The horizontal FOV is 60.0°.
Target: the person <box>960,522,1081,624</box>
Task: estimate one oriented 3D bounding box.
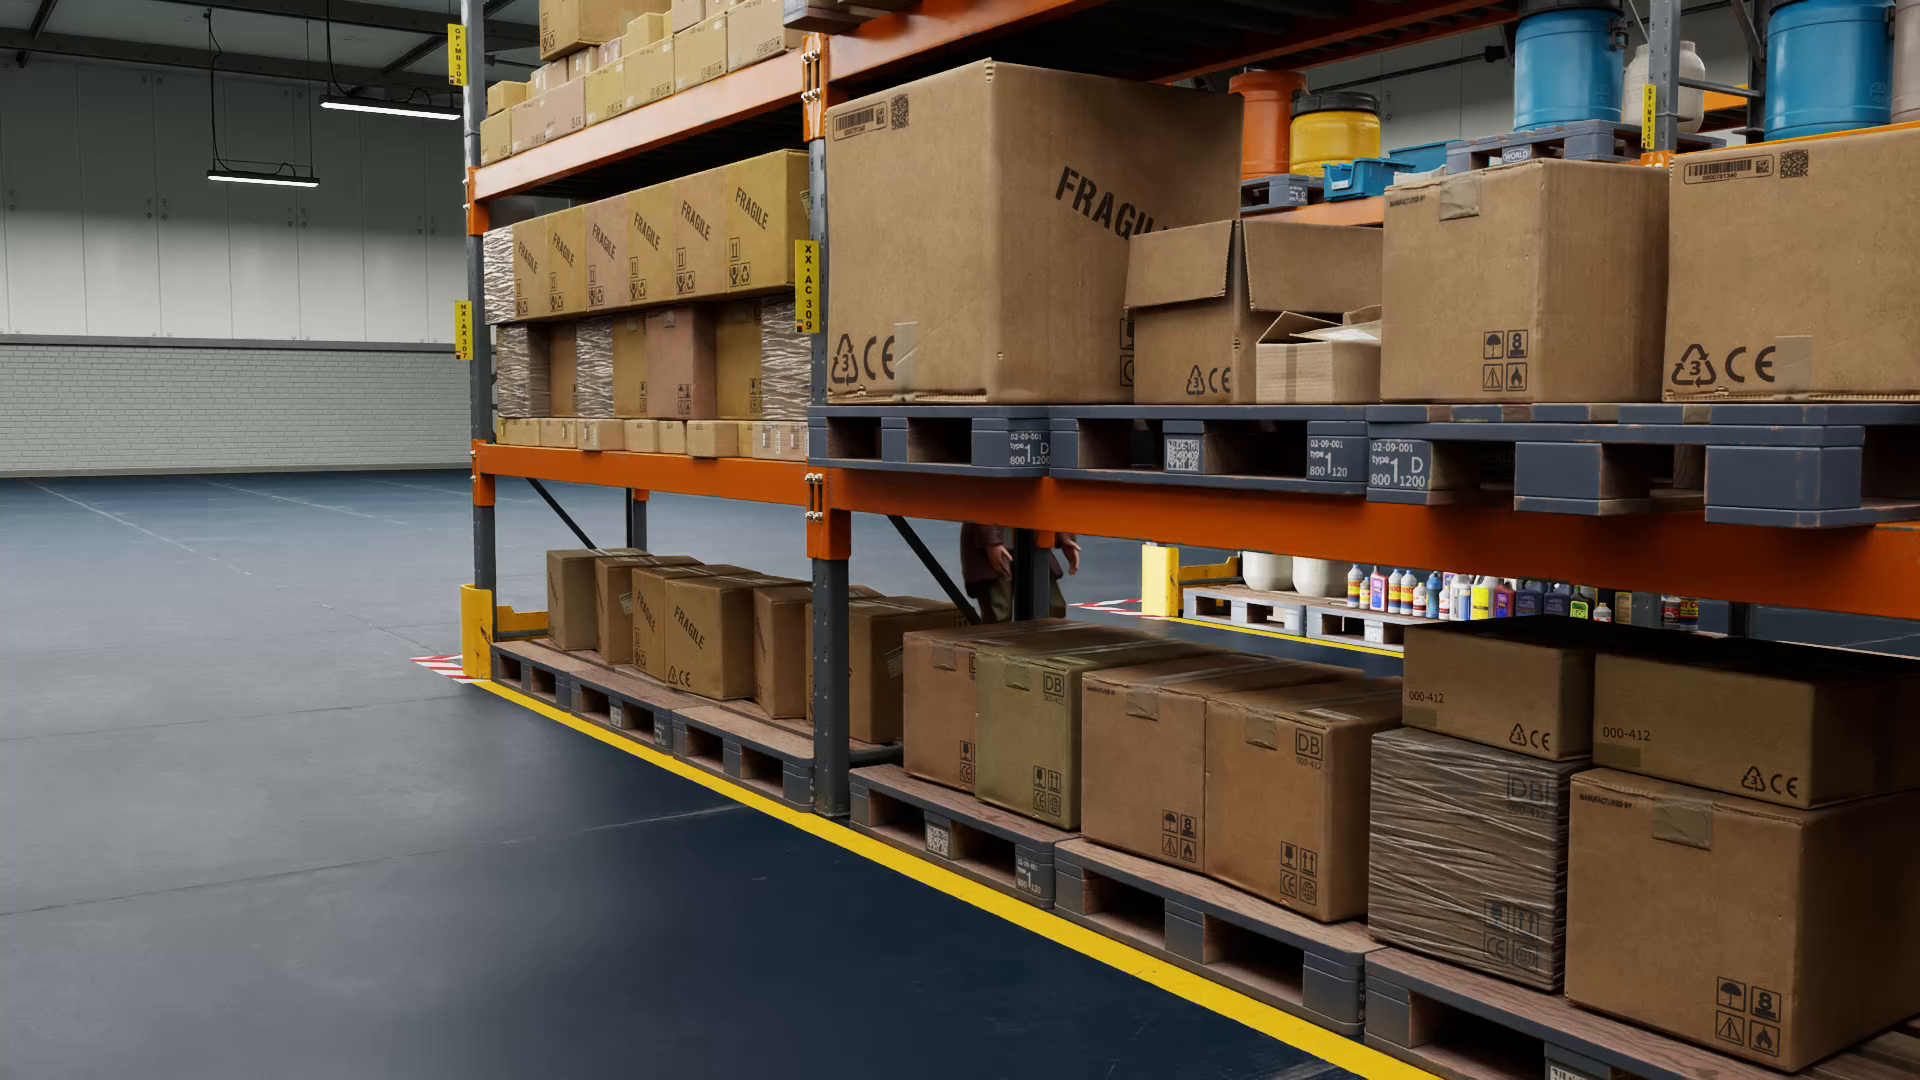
[{"bbox_3d":[0.278,0.038,8.199,0.611,1.643,0.523,-3,5,-32],"label":"person"}]
